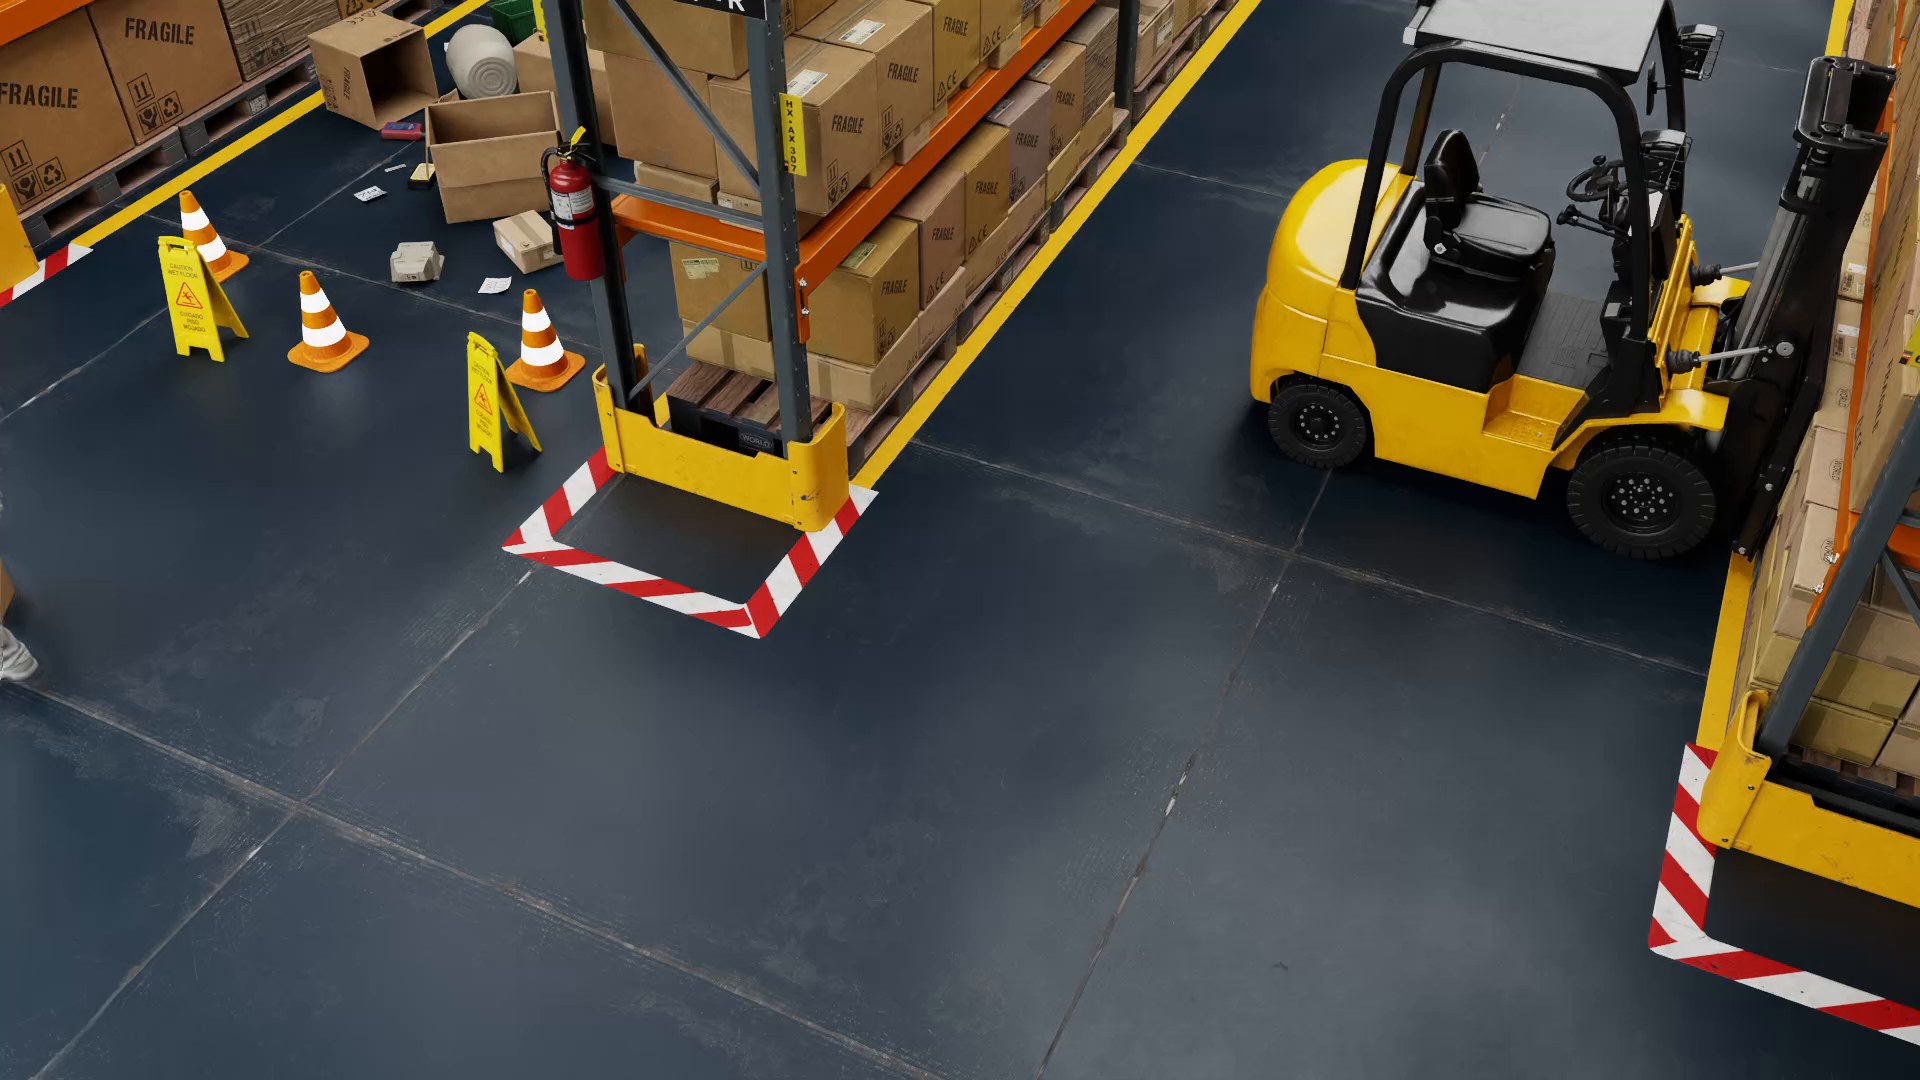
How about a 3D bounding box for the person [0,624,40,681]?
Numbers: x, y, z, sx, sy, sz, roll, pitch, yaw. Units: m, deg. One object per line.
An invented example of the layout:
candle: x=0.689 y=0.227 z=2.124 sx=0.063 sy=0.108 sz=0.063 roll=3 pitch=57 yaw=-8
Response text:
person: x=-4.244 y=-0.182 z=6.347 sx=1.058 sy=1.734 sz=0.552 roll=10 pitch=43 yaw=11
